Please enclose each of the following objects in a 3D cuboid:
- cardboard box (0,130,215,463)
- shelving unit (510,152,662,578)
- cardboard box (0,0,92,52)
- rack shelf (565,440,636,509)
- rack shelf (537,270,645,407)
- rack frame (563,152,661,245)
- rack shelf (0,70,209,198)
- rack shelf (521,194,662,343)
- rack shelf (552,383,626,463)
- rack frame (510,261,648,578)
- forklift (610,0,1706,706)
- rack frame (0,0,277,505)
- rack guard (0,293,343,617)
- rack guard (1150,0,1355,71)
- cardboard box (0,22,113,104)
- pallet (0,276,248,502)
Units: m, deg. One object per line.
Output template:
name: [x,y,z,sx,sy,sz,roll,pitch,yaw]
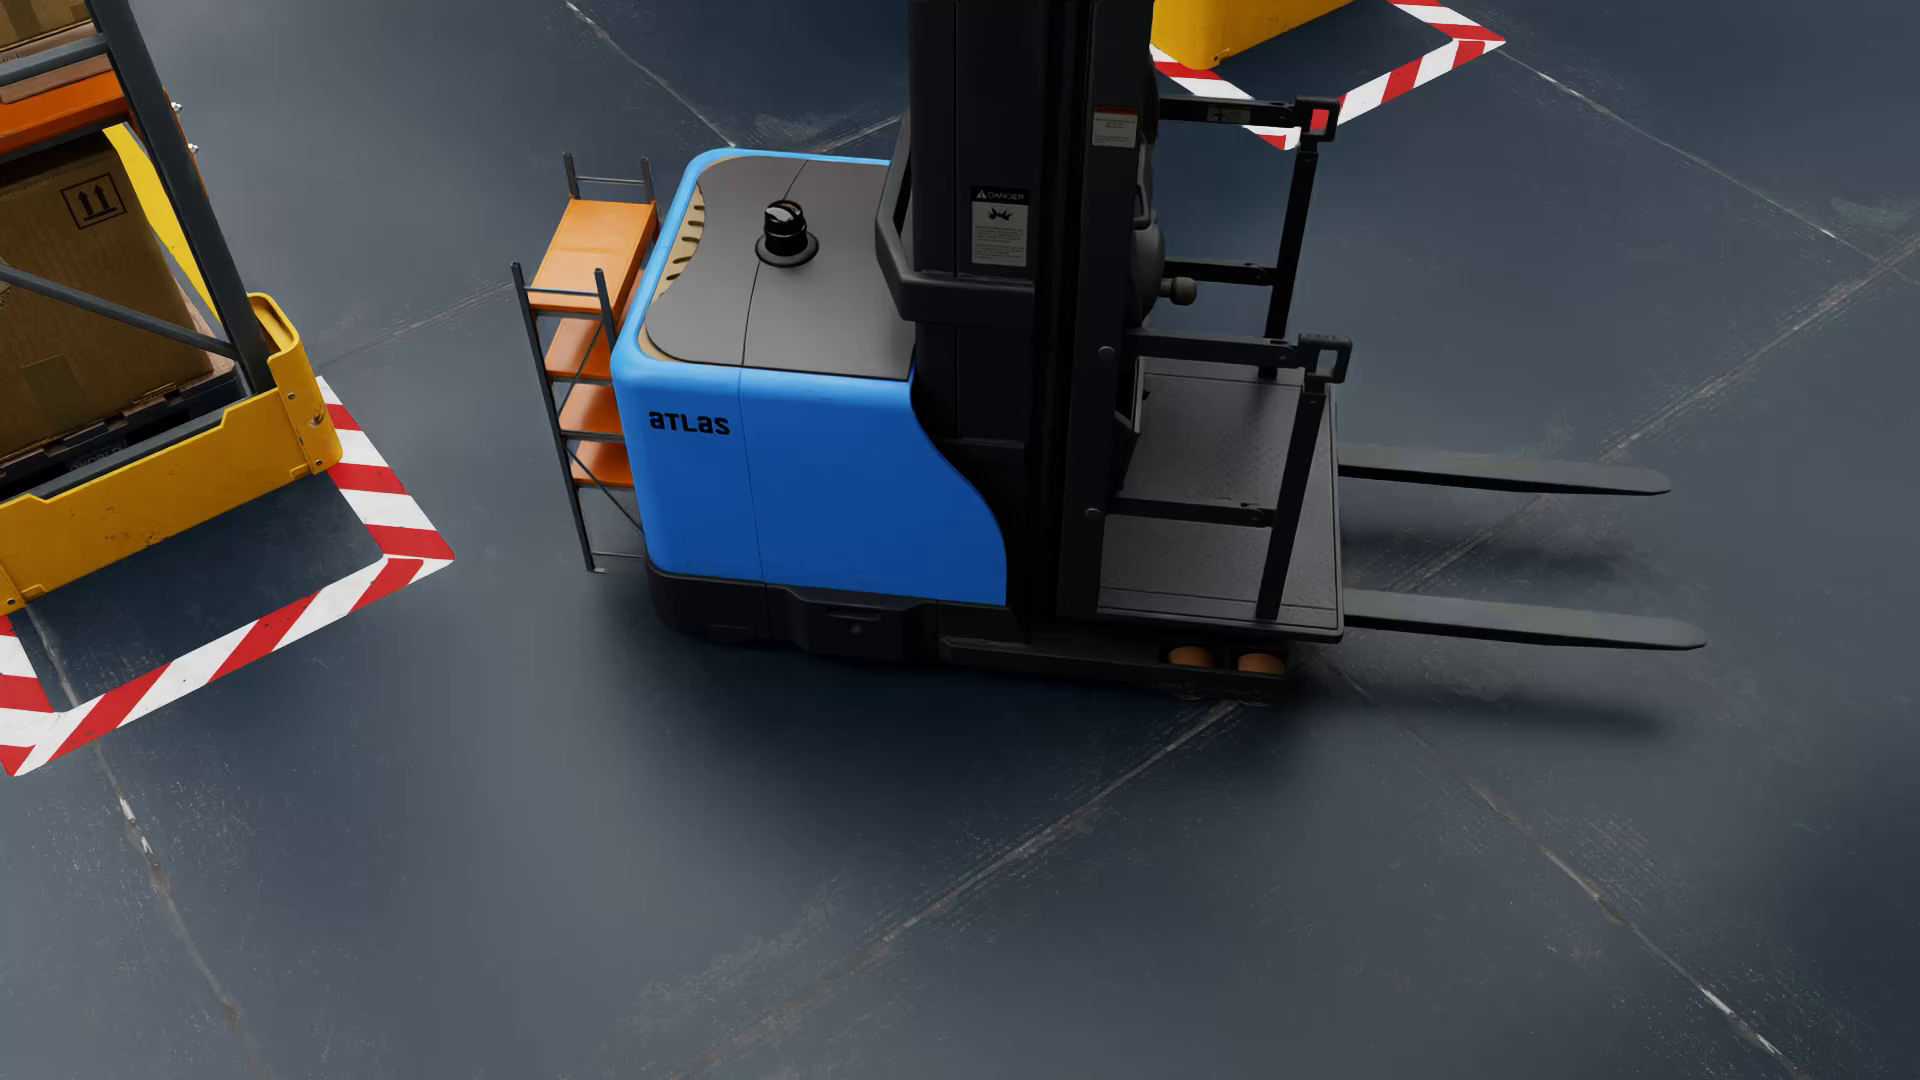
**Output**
cardboard box: [-3.051,-0.898,5.190,0.875,0.875,0.875,-29,54,-24]
shelving unit: [-1.007,-0.478,4.873,0.258,1.200,0.503,5,48,4]
cardboard box: [-2.675,-1.583,4.560,0.500,0.250,0.500,-31,55,-25]
rack shelf: [-1.007,-0.299,5.070,0.258,0.148,0.480,5,48,4]
rack shelf: [-1.007,-0.583,4.758,0.258,0.148,0.480,5,48,4]
rack frame: [-0.979,-0.657,5.036,0.240,1.200,0.015,5,48,4]
rack shelf: [-3.811,-2.067,5.584,1.077,0.370,4.000,-29,54,-24]
rack shelf: [-1.007,-0.742,4.582,0.258,0.148,0.480,5,48,4]
rack shelf: [-1.007,-0.433,4.923,0.258,0.148,0.480,5,48,4]
rack frame: [-1.035,-0.298,4.711,0.240,1.200,0.015,5,48,4]
forklift: [0.642,-0.924,4.109,3.031,2.935,1.130,5,48,5]
rack frame: [-2.600,-1.129,4.249,1.000,3.000,0.127,-29,54,-24]
rack guard: [-2.585,-0.275,5.162,1.175,0.500,0.348,-29,54,-24]
rack guard: [1.367,-2.503,7.181,1.175,0.500,0.348,-29,54,-24]
cardboard box: [-2.552,-1.402,4.666,0.380,0.149,0.250,-29,54,-24]
pallet: [-3.146,-0.629,5.677,1.003,0.211,1.213,-29,54,-24]
